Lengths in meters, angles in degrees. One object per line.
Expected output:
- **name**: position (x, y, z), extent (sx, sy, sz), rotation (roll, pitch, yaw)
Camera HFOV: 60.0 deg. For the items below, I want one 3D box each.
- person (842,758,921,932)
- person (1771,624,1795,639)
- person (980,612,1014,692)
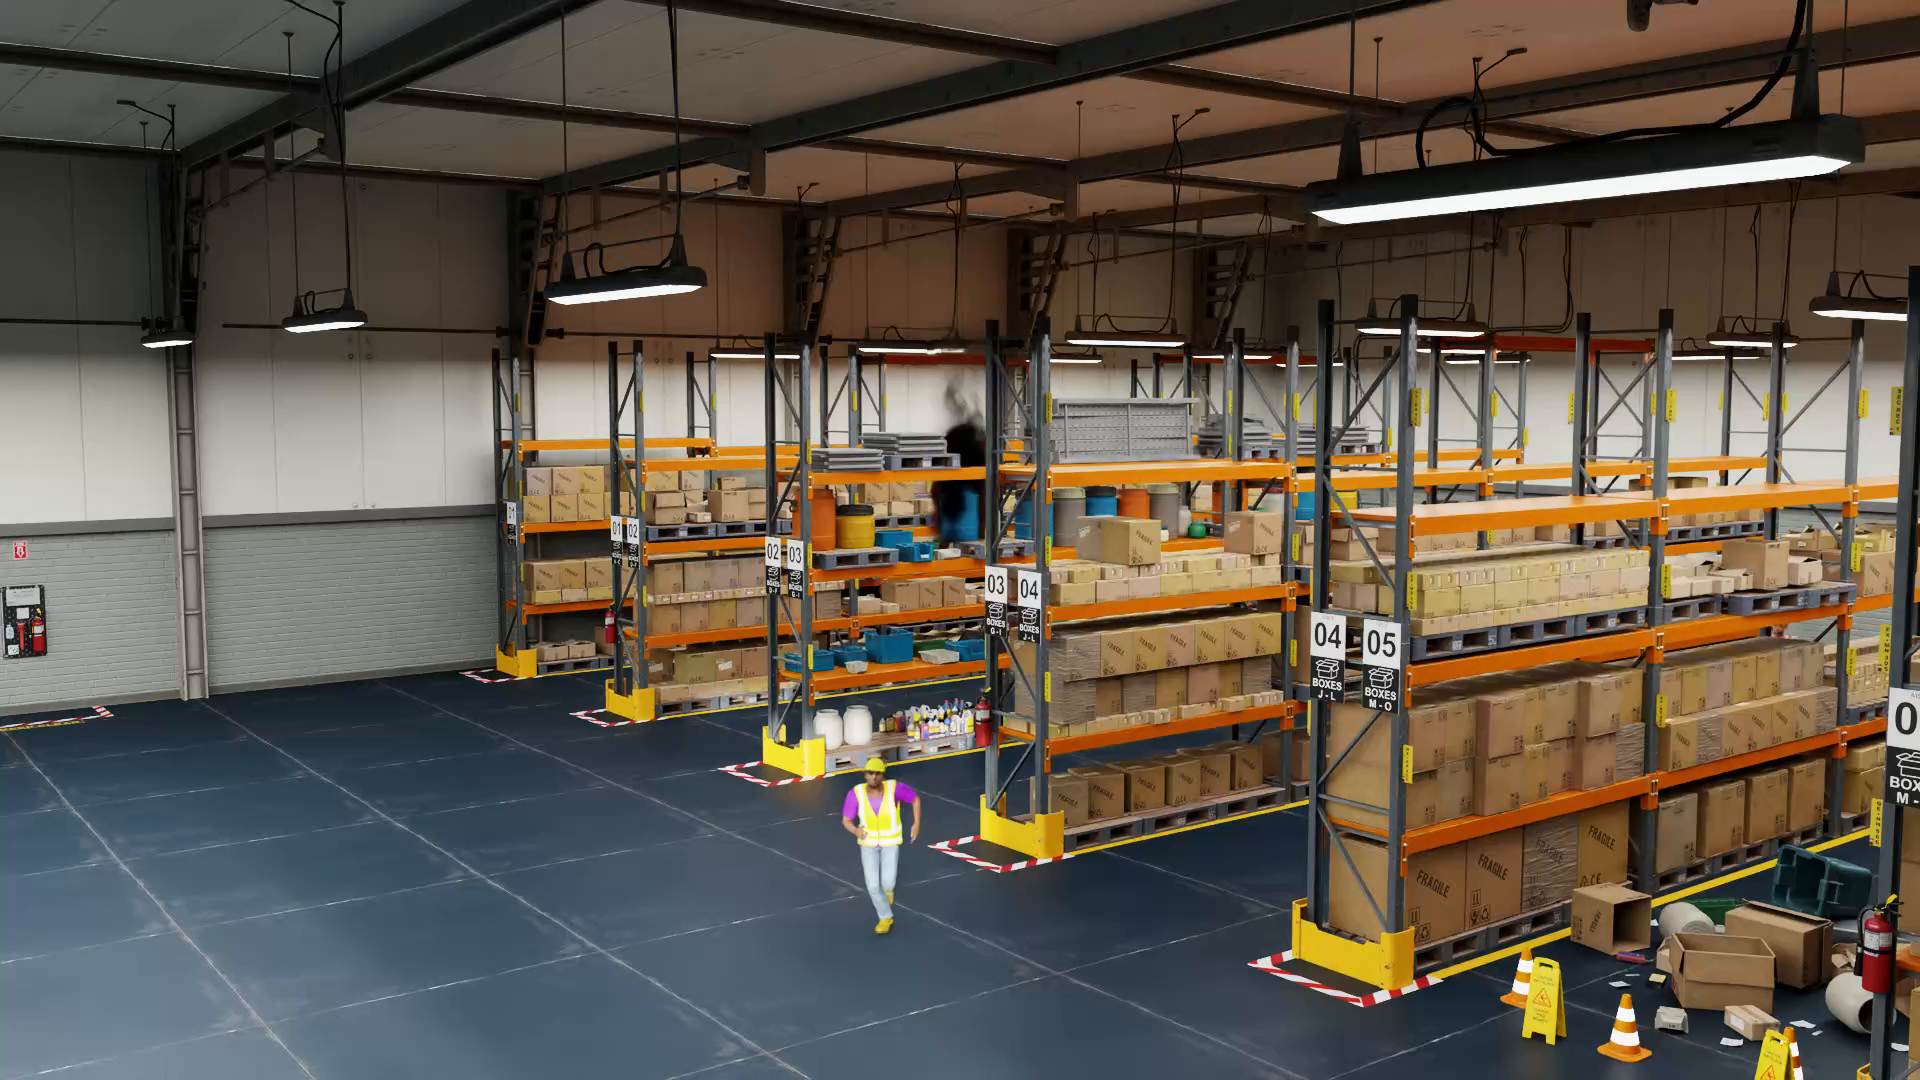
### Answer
- **person**: position (-0.757, 2.924, 15.880), extent (0.743, 1.711, 0.596), rotation (0, 5, 1)
- **person**: position (12.435, 2.051, 25.294), extent (0.654, 1.766, 0.928), rotation (4, 6, 37)
- **person**: position (0.632, 1.653, 27.431), extent (0.768, 1.656, 0.632), rotation (-4, 7, -40)
